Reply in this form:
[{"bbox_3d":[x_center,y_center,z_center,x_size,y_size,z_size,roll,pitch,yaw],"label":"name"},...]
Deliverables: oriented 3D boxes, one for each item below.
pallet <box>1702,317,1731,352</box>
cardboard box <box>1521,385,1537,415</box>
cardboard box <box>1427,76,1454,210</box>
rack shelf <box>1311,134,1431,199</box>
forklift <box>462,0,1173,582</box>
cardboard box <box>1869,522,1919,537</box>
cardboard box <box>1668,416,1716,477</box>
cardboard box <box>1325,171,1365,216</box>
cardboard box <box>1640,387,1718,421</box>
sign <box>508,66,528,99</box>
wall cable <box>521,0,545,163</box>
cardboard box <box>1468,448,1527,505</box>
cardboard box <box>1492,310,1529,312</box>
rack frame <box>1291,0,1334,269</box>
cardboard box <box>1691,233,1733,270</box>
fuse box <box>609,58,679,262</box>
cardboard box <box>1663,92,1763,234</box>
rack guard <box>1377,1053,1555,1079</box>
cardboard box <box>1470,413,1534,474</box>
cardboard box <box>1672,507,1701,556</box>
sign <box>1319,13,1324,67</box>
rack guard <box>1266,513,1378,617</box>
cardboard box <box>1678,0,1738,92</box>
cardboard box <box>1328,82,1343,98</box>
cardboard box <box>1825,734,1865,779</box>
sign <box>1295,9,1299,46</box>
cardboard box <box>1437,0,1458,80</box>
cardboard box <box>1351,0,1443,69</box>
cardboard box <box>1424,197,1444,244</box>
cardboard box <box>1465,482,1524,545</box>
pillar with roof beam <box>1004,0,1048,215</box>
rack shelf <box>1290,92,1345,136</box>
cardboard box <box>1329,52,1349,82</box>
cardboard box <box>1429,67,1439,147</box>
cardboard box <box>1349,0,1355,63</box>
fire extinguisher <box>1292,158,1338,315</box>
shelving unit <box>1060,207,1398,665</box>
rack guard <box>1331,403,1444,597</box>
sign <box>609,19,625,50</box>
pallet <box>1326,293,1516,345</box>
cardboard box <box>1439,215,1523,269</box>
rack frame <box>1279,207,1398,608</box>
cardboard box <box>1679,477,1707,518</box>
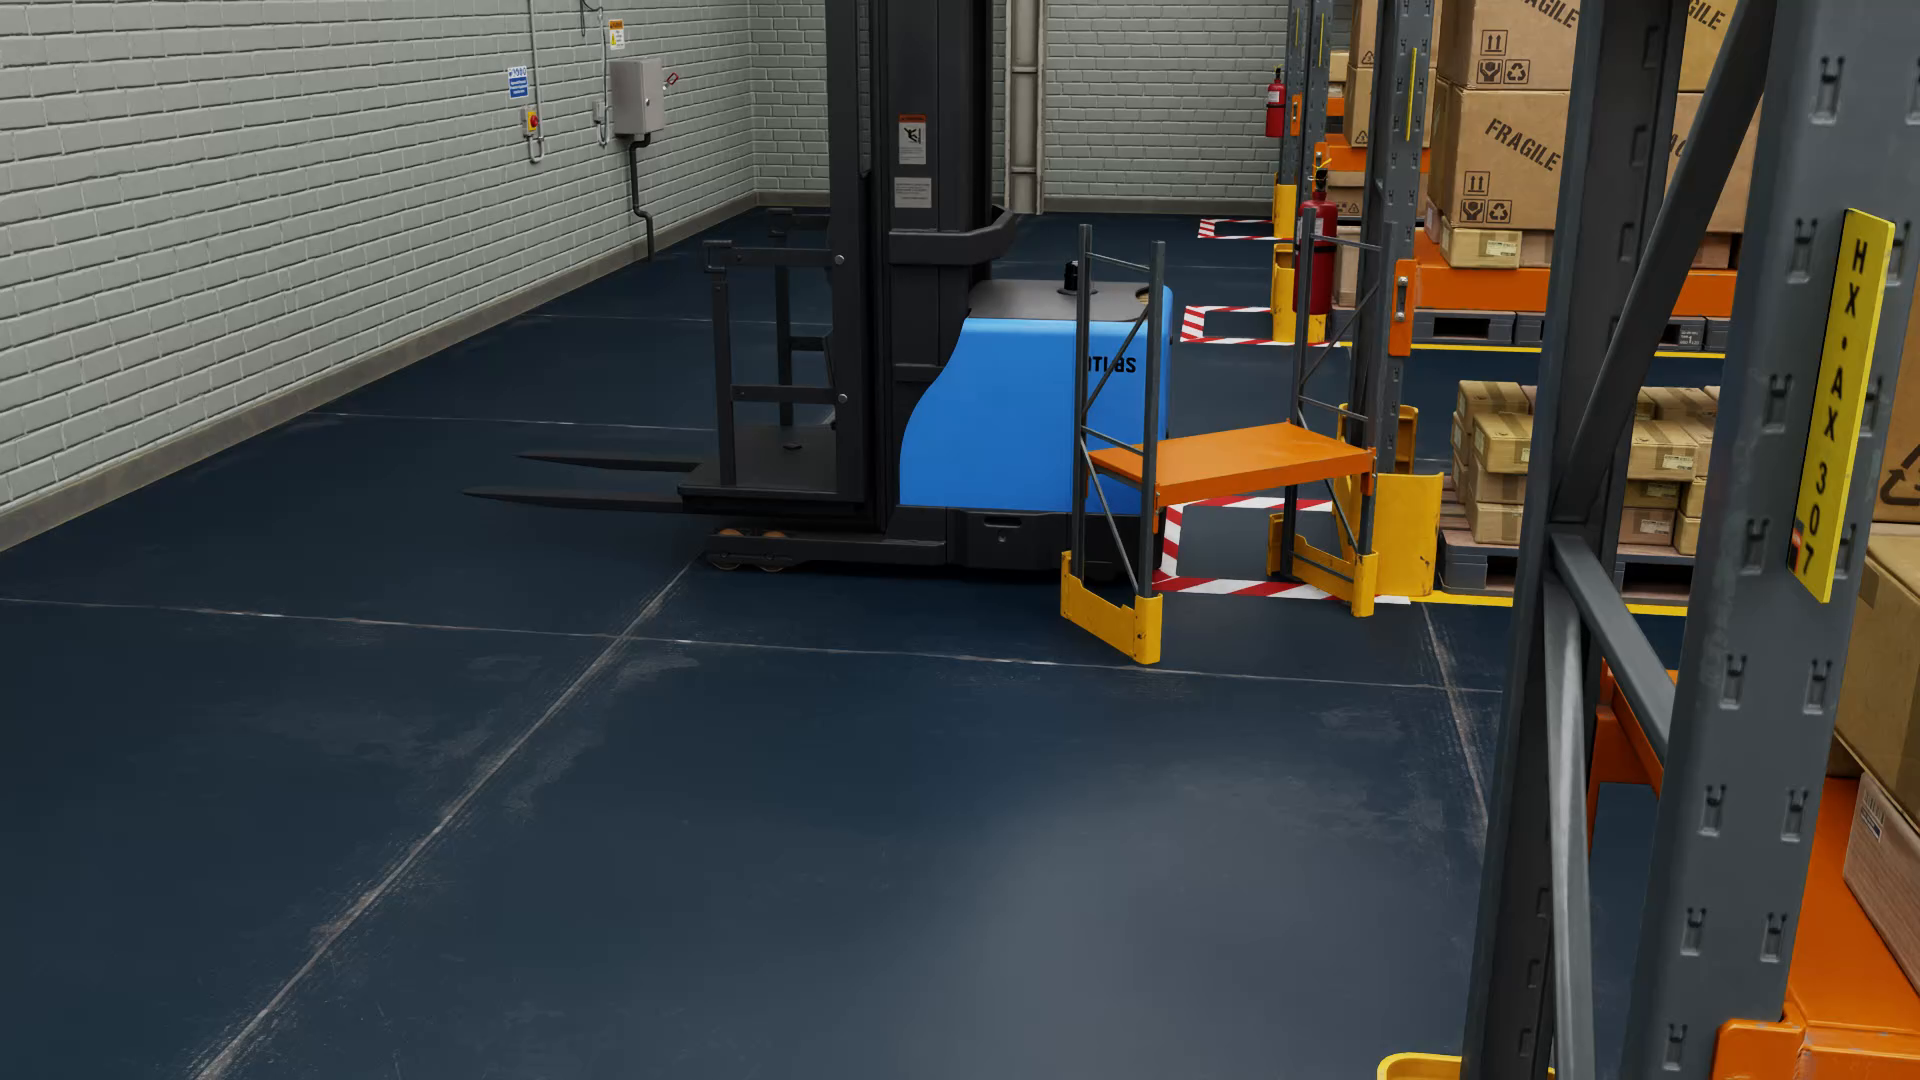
[{"bbox_3d":[5.630,-1.483,11.403,1.213,0.211,1.003,3,19,9],"label":"pallet"},{"bbox_3d":[2.535,-0.539,7.081,0.250,0.149,0.380,3,19,10],"label":"cardboard box"},{"bbox_3d":[2.218,-1.634,6.834,0.500,0.500,0.500,3,19,10],"label":"cardboard box"},{"bbox_3d":[4.394,-2.502,11.187,4.000,0.370,1.077,3,19,9],"label":"rack shelf"},{"bbox_3d":[-0.618,-1.419,6.924,3.031,2.935,1.130,3,19,8],"label":"forklift"},{"bbox_3d":[1.368,0.032,2.247,0.500,0.250,0.500,3,19,8],"label":"cardboard box"},{"bbox_3d":[2.975,-0.369,6.572,0.250,0.149,0.380,2,19,6],"label":"cardboard box"},{"bbox_3d":[3.791,-3.454,16.171,0.637,0.503,0.797,2,19,6],"label":"cardboard box"},{"bbox_3d":[3.057,-0.533,7.063,0.250,0.149,0.380,2,19,6],"label":"cardboard box"},{"bbox_3d":[-3.220,-3.336,12.122,0.001,0.218,0.327,3,19,9],"label":"sign"},{"bbox_3d":[-3.152,-3.717,12.034,0.123,1.953,0.585,3,19,9],"label":"wall cable"},{"bbox_3d":[2.210,-0.269,6.743,0.250,0.149,0.380,4,19,11],"label":"cardboard box"},{"bbox_3d":[3.991,-1.883,11.579,0.875,0.438,0.875,3,19,10],"label":"cardboard box"},{"bbox_3d":[2.419,-2.944,11.374,0.127,3.000,1.000,3,19,9],"label":"rack frame"},{"bbox_3d":[2.794,-1.150,6.408,0.250,0.149,0.380,4,19,11],"label":"cardboard box"},{"bbox_3d":[-2.675,-3.260,14.350,0.414,1.711,0.539,3,19,9],"label":"fuse box"},{"bbox_3d":[2.665,-1.448,6.278,0.500,0.500,0.500,3,19,9],"label":"cardboard box"},{"bbox_3d":[0.823,1.345,2.495,0.348,0.500,1.175,3,19,9],"label":"rack guard"},{"bbox_3d":[2.197,-0.385,6.618,0.250,0.149,0.380,2,19,6],"label":"cardboard box"},{"bbox_3d":[2.953,-0.063,6.597,0.250,0.149,0.380,3,19,9],"label":"cardboard box"},{"bbox_3d":[2.325,-3.218,10.705,0.005,0.325,0.100,3,19,9],"label":"sign"},{"bbox_3d":[1.435,0.094,6.628,0.087,0.250,0.587,-10,21,-26],"label":"rack guard"},{"bbox_3d":[2.634,-1.921,6.116,0.500,0.500,0.500,3,19,10],"label":"cardboard box"},{"bbox_3d":[3.484,-4.277,15.756,0.250,0.149,0.380,3,19,8],"label":"cardboard box"},{"bbox_3d":[1.251,0.195,2.390,0.250,0.149,0.380,3,19,10],"label":"cardboard box"},{"bbox_3d":[3.117,-4.740,15.377,0.005,0.325,0.100,3,19,9],"label":"sign"},{"bbox_3d":[2.225,-2.106,6.666,0.500,0.500,0.500,3,19,8],"label":"cardboard box"},{"bbox_3d":[2.848,-3.352,10.861,0.500,0.500,0.500,3,19,7],"label":"cardboard box"},{"bbox_3d":[2.100,-1.341,6.980,0.250,0.149,0.380,3,19,9],"label":"cardboard box"},{"bbox_3d":[2.200,-0.109,6.731,0.250,0.149,0.380,3,19,10],"label":"cardboard box"},{"bbox_3d":[0.000,-6.413,12.289,0.400,9.000,9.100,3,19,9],"label":"pillar with roof beam"},{"bbox_3d":[5.177,-4.057,15.836,4.000,0.370,1.077,3,19,9],"label":"rack shelf"},{"bbox_3d":[3.608,-4.462,15.678,0.500,0.250,0.500,3,19,9],"label":"cardboard box"},{"bbox_3d":[3.351,-2.860,10.967,0.500,0.500,0.500,3,19,8],"label":"cardboard box"},{"bbox_3d":[2.933,-3.516,11.350,0.500,0.500,0.500,4,19,10],"label":"cardboard box"},{"bbox_3d":[1.558,-1.332,7.266,0.183,0.674,0.296,3,19,9],"label":"fire extinguisher"},{"bbox_3d":[0.995,-0.425,6.208,1.083,1.500,0.587,-10,21,-26],"label":"shelving unit"},{"bbox_3d":[1.808,-0.199,7.109,0.348,0.500,1.175,3,19,9],"label":"rack guard"},{"bbox_3d":[-2.888,-4.256,13.994,0.001,0.242,0.339,3,19,9],"label":"sign"},{"bbox_3d":[3.221,-1.606,11.770,1.213,0.211,1.003,3,19,9],"label":"pallet"},{"bbox_3d":[2.001,-1.150,6.408,0.250,0.149,0.380,3,19,8],"label":"cardboard box"},{"bbox_3d":[1.452,-0.502,6.439,0.032,1.500,0.500,-10,21,-26],"label":"rack frame"},{"bbox_3d":[2.963,-0.206,6.555,0.250,0.149,0.380,4,19,10],"label":"cardboard box"}]
